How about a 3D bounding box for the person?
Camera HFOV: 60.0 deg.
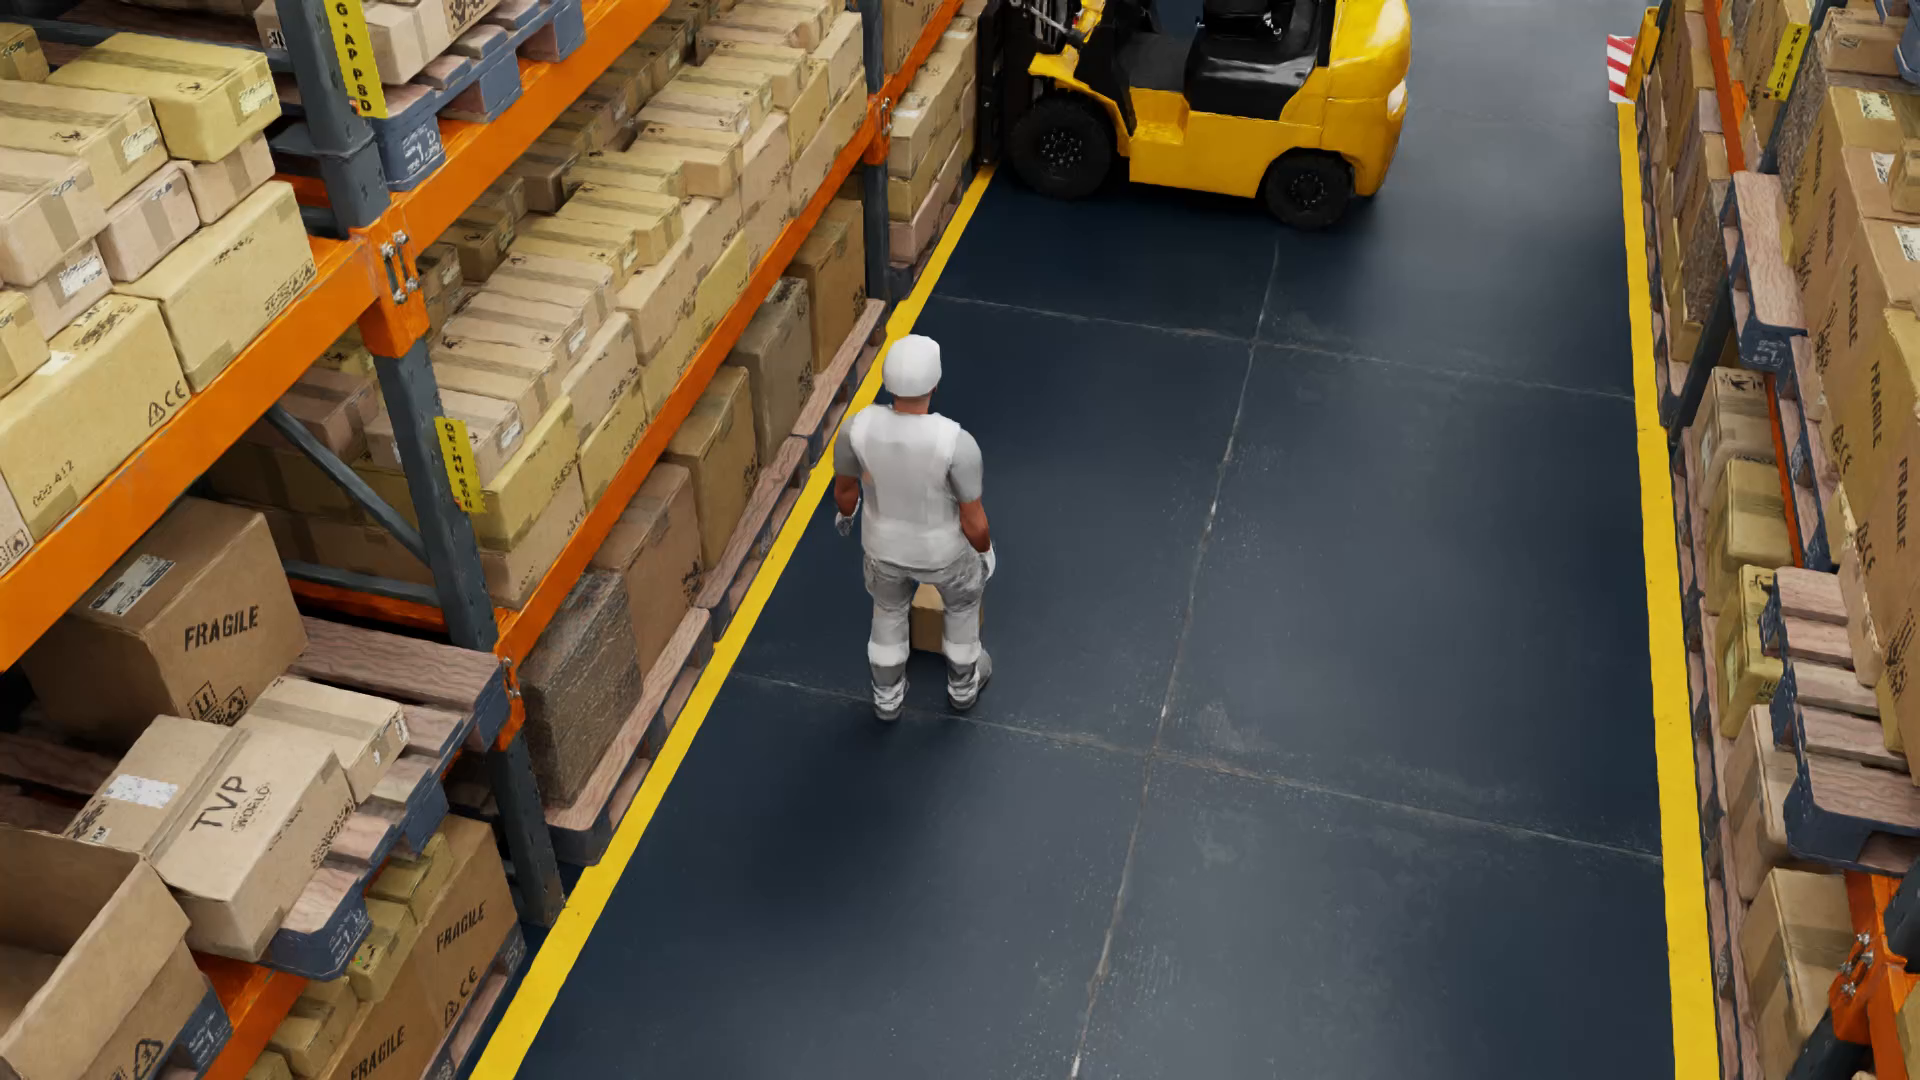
[{"bbox_3d":[-0.160,-0.046,6.215,0.649,1.773,0.484,11,42,12],"label":"person"}]
